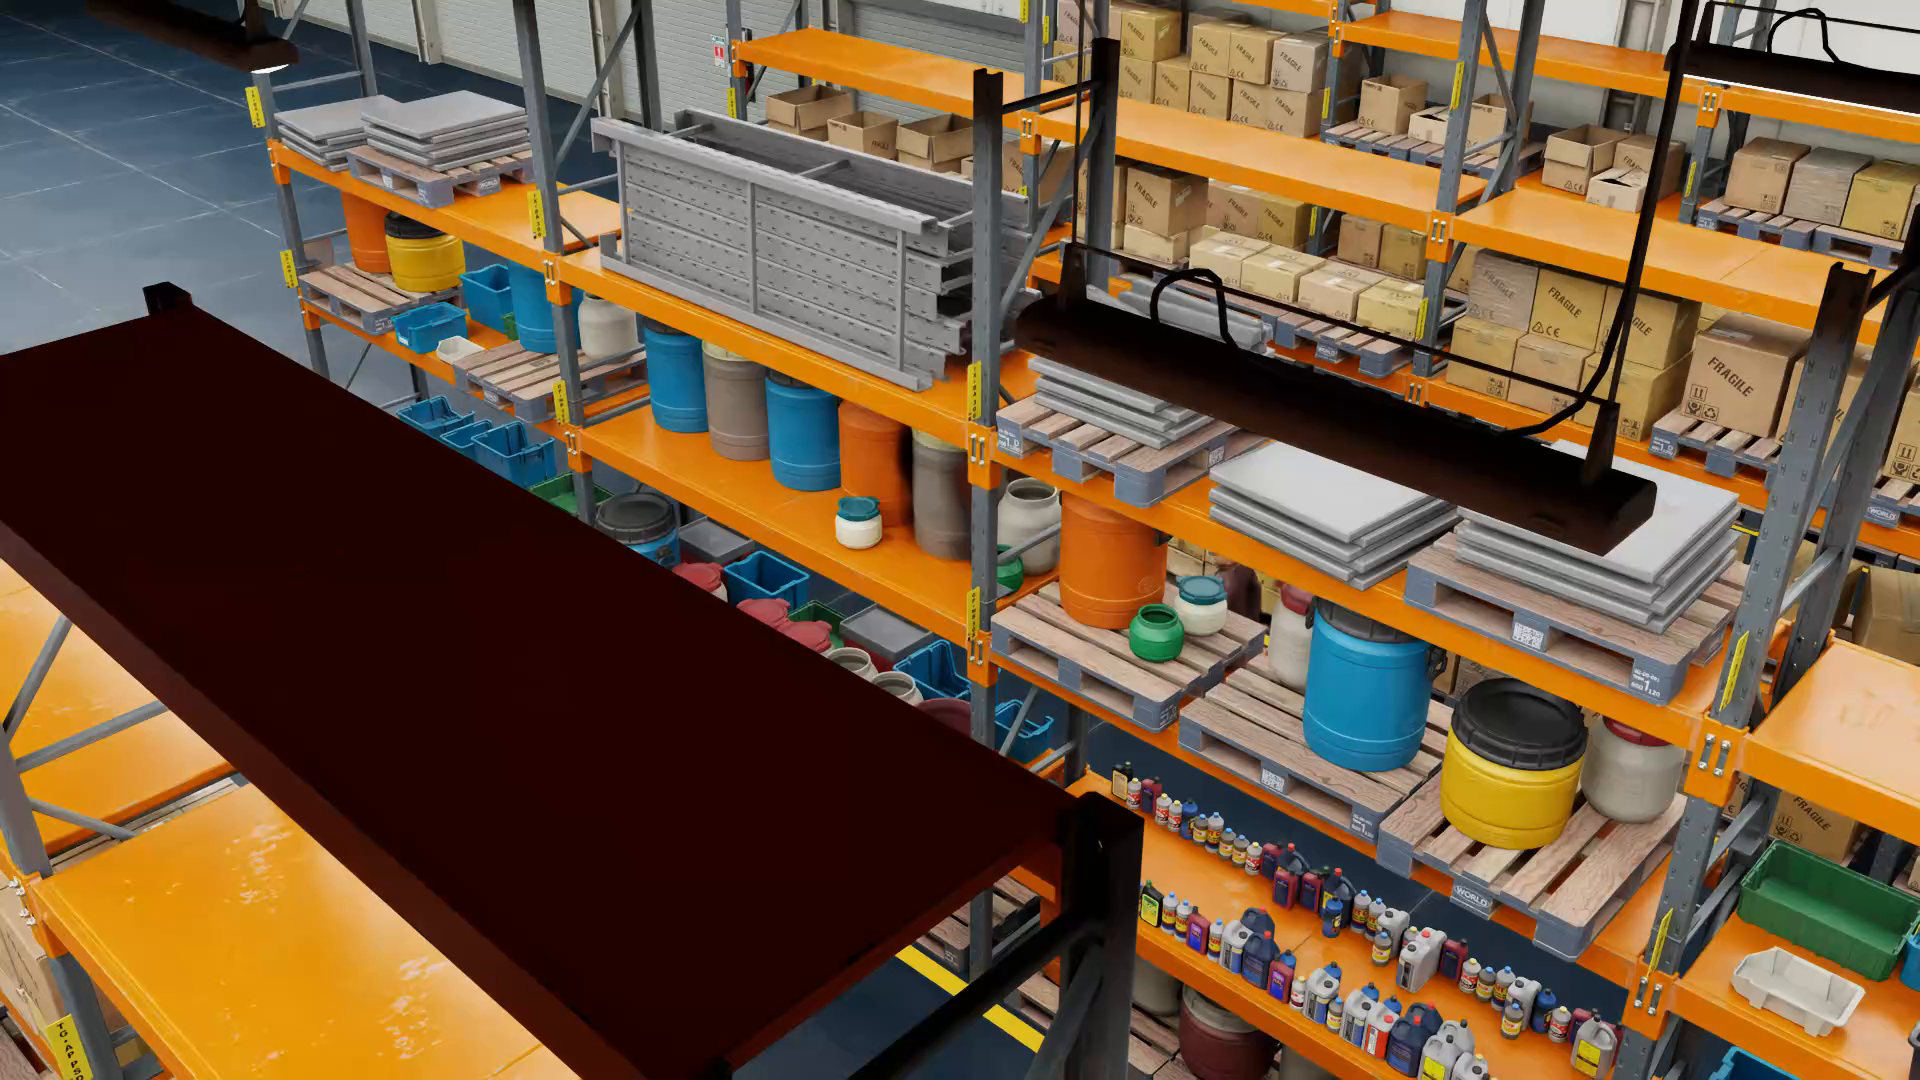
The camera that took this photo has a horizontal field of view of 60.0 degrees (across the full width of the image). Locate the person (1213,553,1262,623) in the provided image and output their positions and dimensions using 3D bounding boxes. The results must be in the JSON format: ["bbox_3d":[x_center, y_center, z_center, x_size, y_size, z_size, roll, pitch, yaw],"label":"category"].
[{"bbox_3d":[2.074,0.783,13.130,0.744,1.814,0.917,-26,38,-37],"label":"person"}]

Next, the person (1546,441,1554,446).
[{"bbox_3d":[5.455,-0.497,15.313,0.628,1.786,0.572,1,29,3],"label":"person"}]
